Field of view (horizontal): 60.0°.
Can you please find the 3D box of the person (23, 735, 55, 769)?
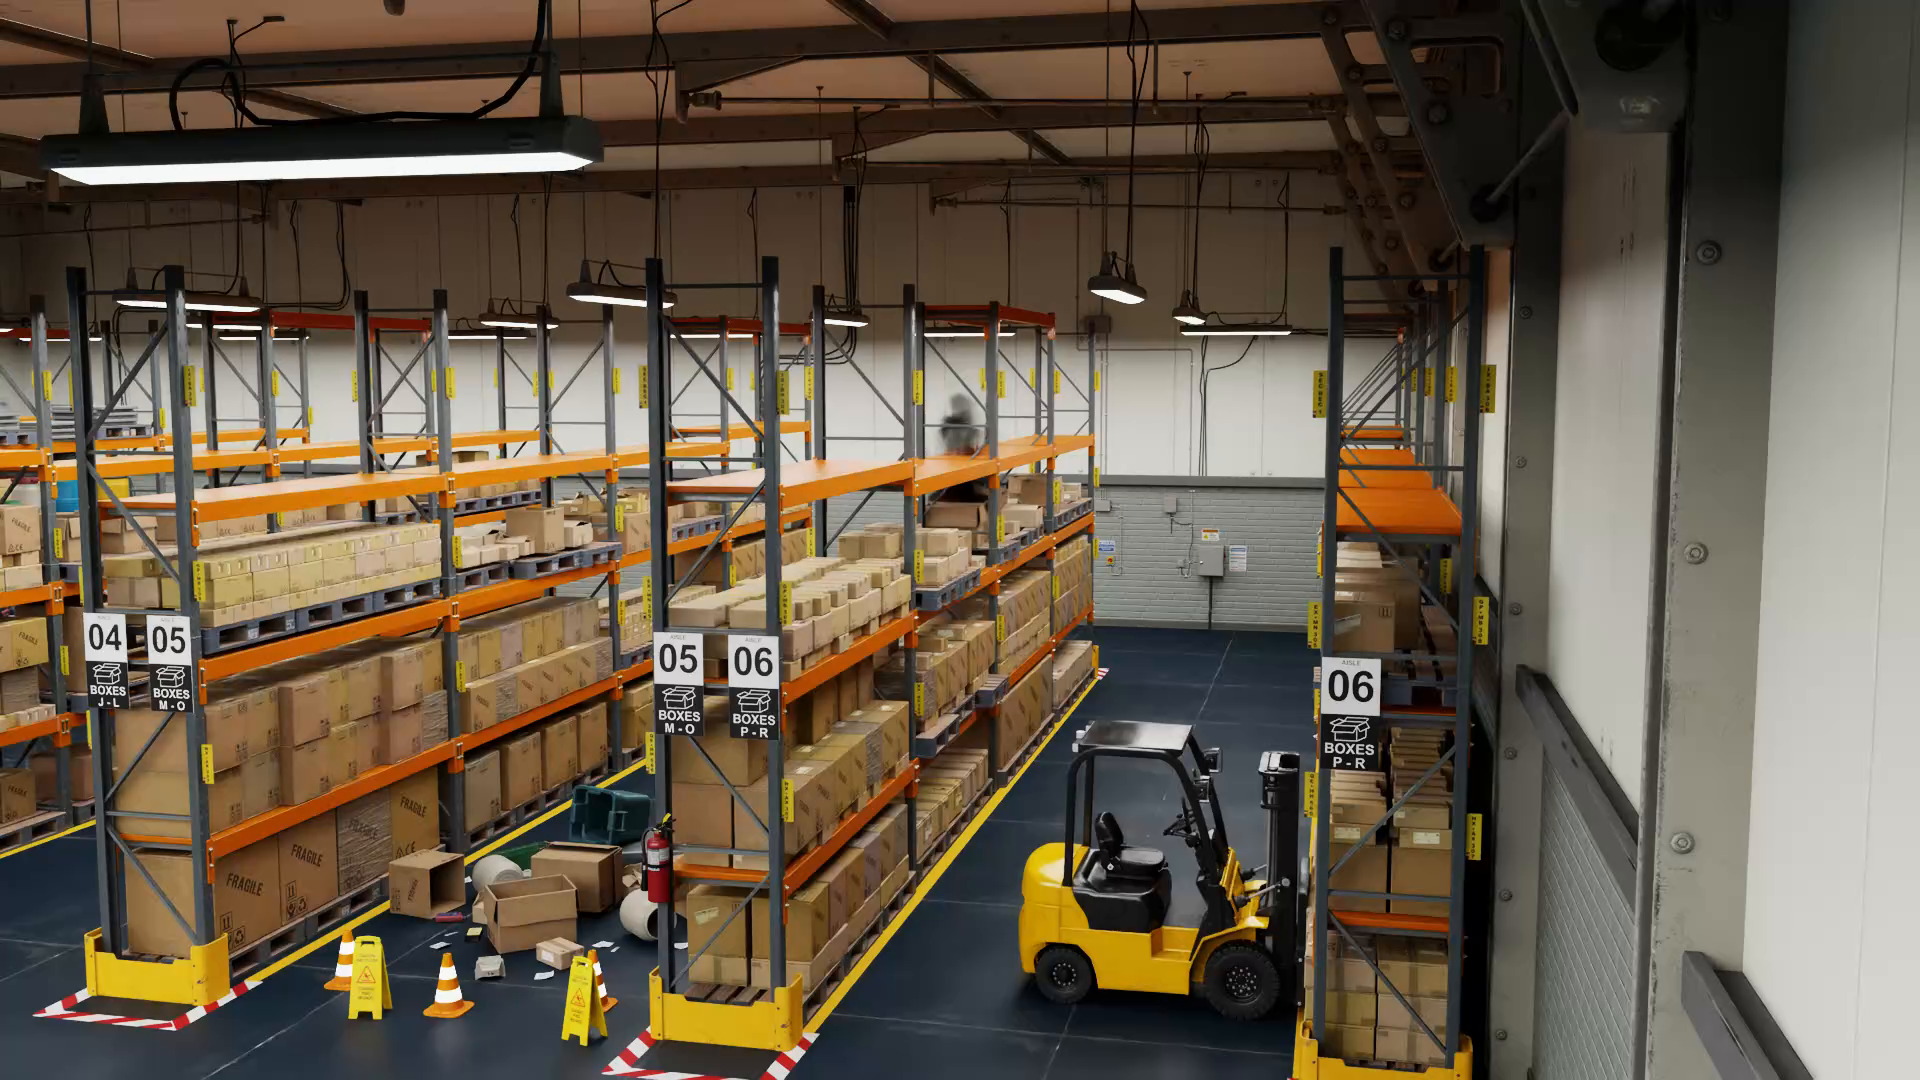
[{"bbox_3d":[-11.637,2.204,21.021,0.622,1.740,0.878,2,6,17],"label":"person"}]
